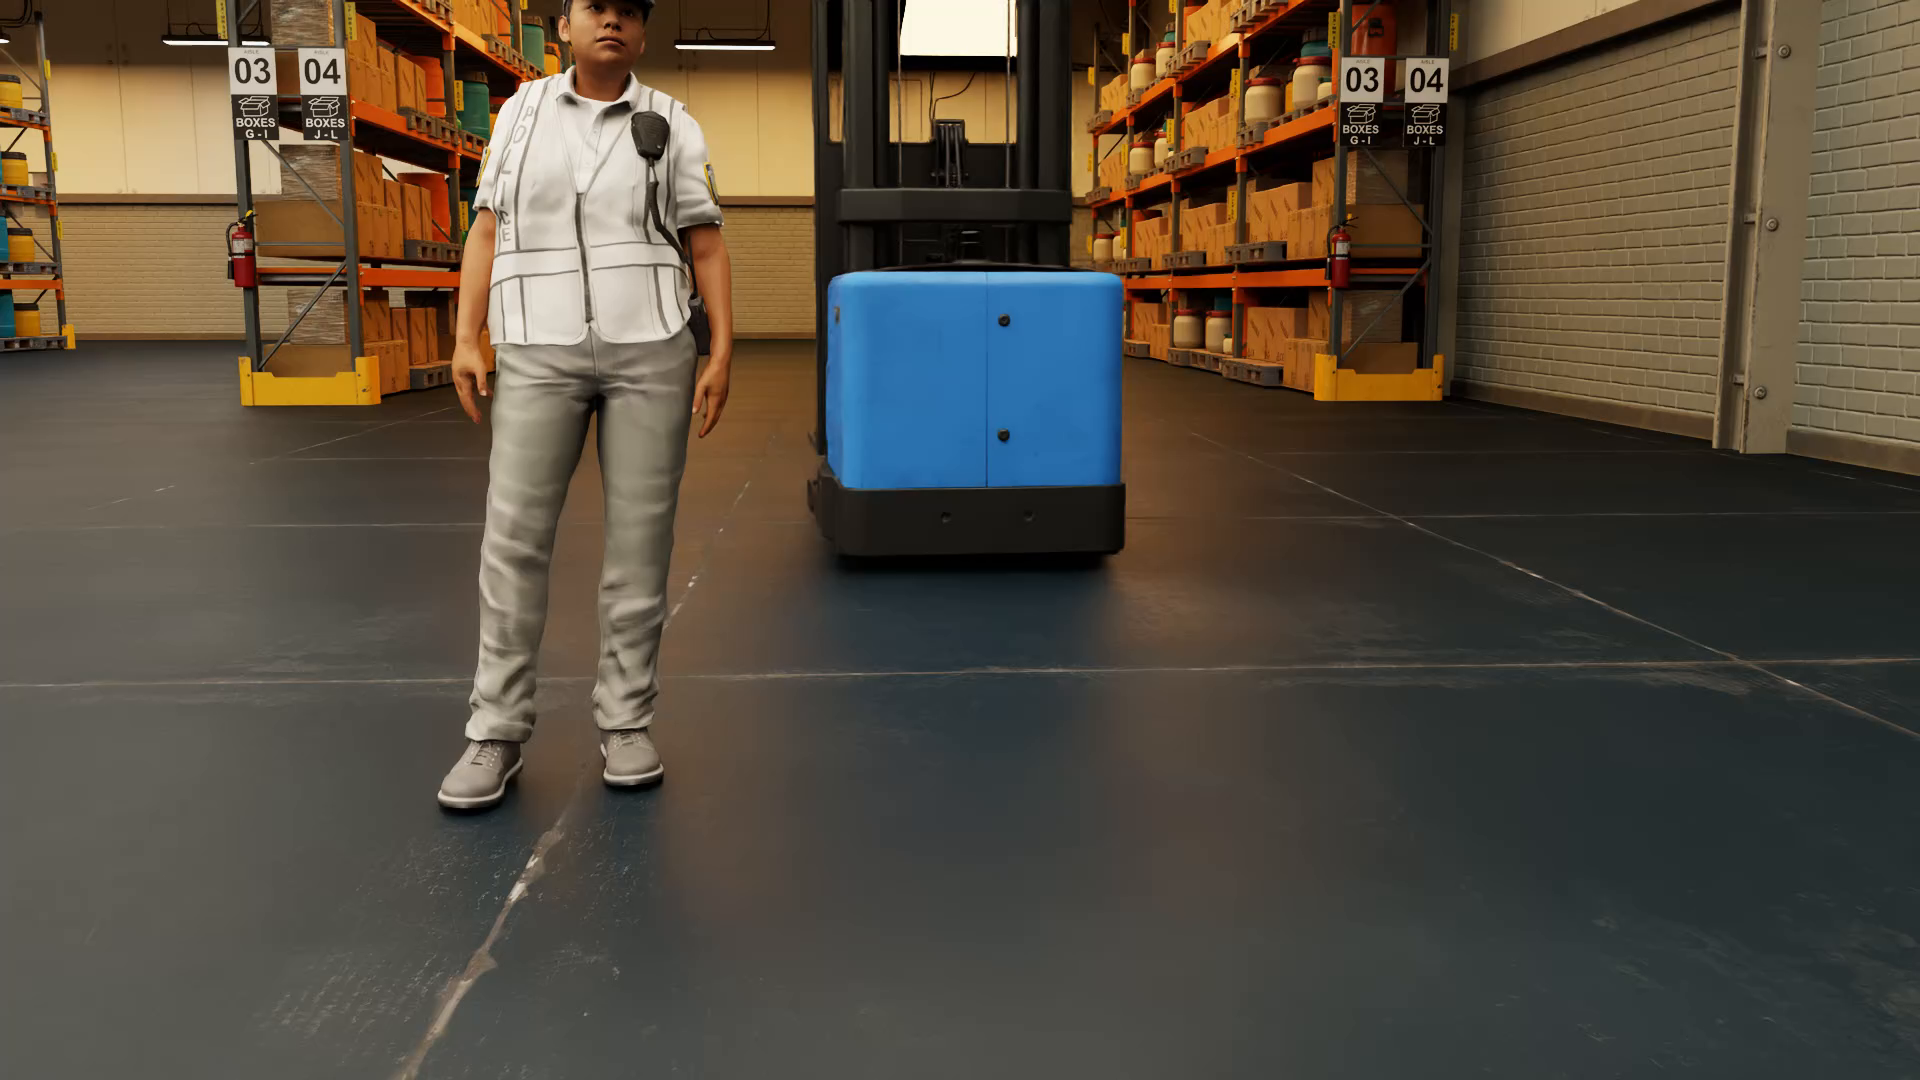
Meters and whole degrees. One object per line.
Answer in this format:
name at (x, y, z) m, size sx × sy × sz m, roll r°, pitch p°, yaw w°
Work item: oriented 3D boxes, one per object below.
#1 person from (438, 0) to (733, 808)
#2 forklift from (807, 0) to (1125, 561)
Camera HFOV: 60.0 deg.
person at (-0.759, -0.340, 3.375) m, size 0.598 × 1.670 × 0.529 m, roll -1°, pitch 9°, yaw -9°
forklift at (-0.109, -1.549, 7.260) m, size 1.130 × 2.935 × 3.031 m, roll -1°, pitch 9°, yaw -8°
